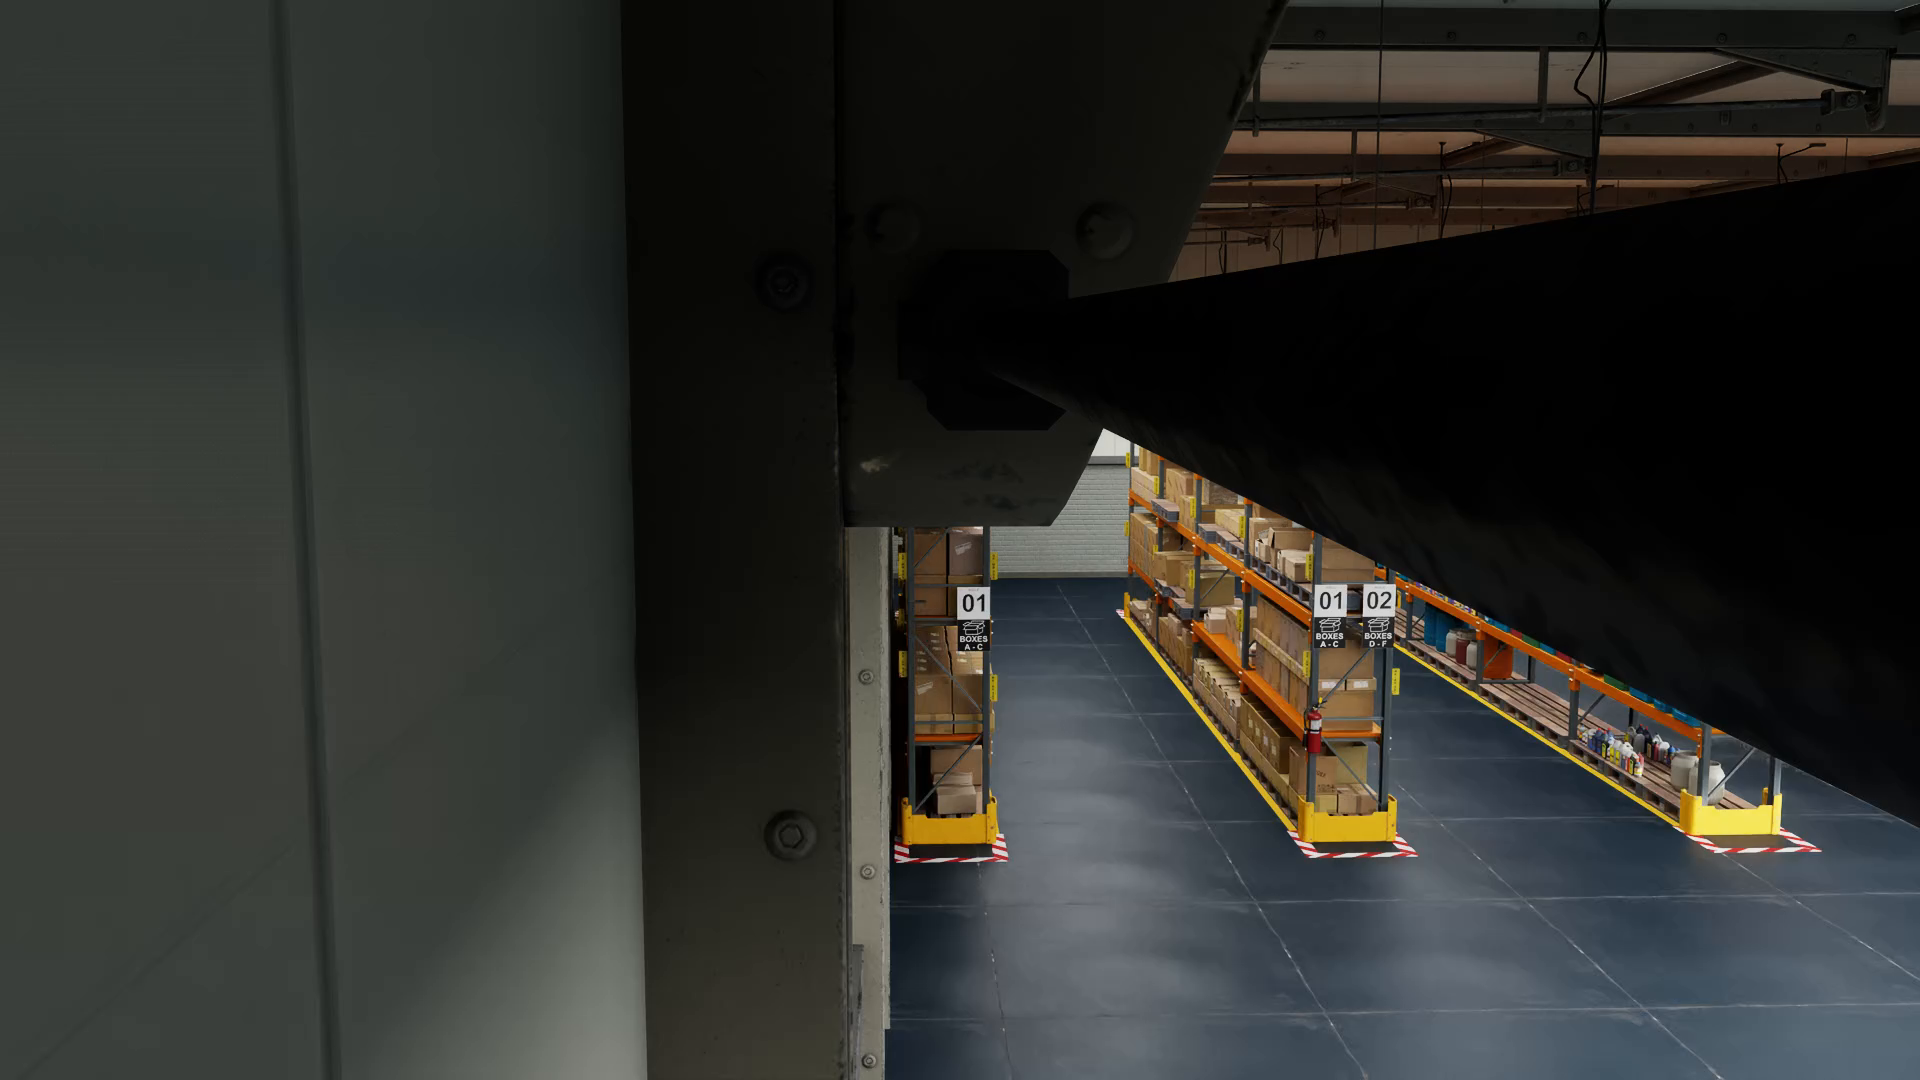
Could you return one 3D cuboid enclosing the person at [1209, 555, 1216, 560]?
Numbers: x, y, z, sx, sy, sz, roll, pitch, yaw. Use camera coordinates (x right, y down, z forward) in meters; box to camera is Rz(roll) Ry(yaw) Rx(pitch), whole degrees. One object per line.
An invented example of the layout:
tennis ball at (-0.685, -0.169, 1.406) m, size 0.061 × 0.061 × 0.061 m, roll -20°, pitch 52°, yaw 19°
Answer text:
person at (5.454, 0.785, 36.890) m, size 0.695 × 1.740 × 0.884 m, roll -5°, pitch 9°, yaw -36°
